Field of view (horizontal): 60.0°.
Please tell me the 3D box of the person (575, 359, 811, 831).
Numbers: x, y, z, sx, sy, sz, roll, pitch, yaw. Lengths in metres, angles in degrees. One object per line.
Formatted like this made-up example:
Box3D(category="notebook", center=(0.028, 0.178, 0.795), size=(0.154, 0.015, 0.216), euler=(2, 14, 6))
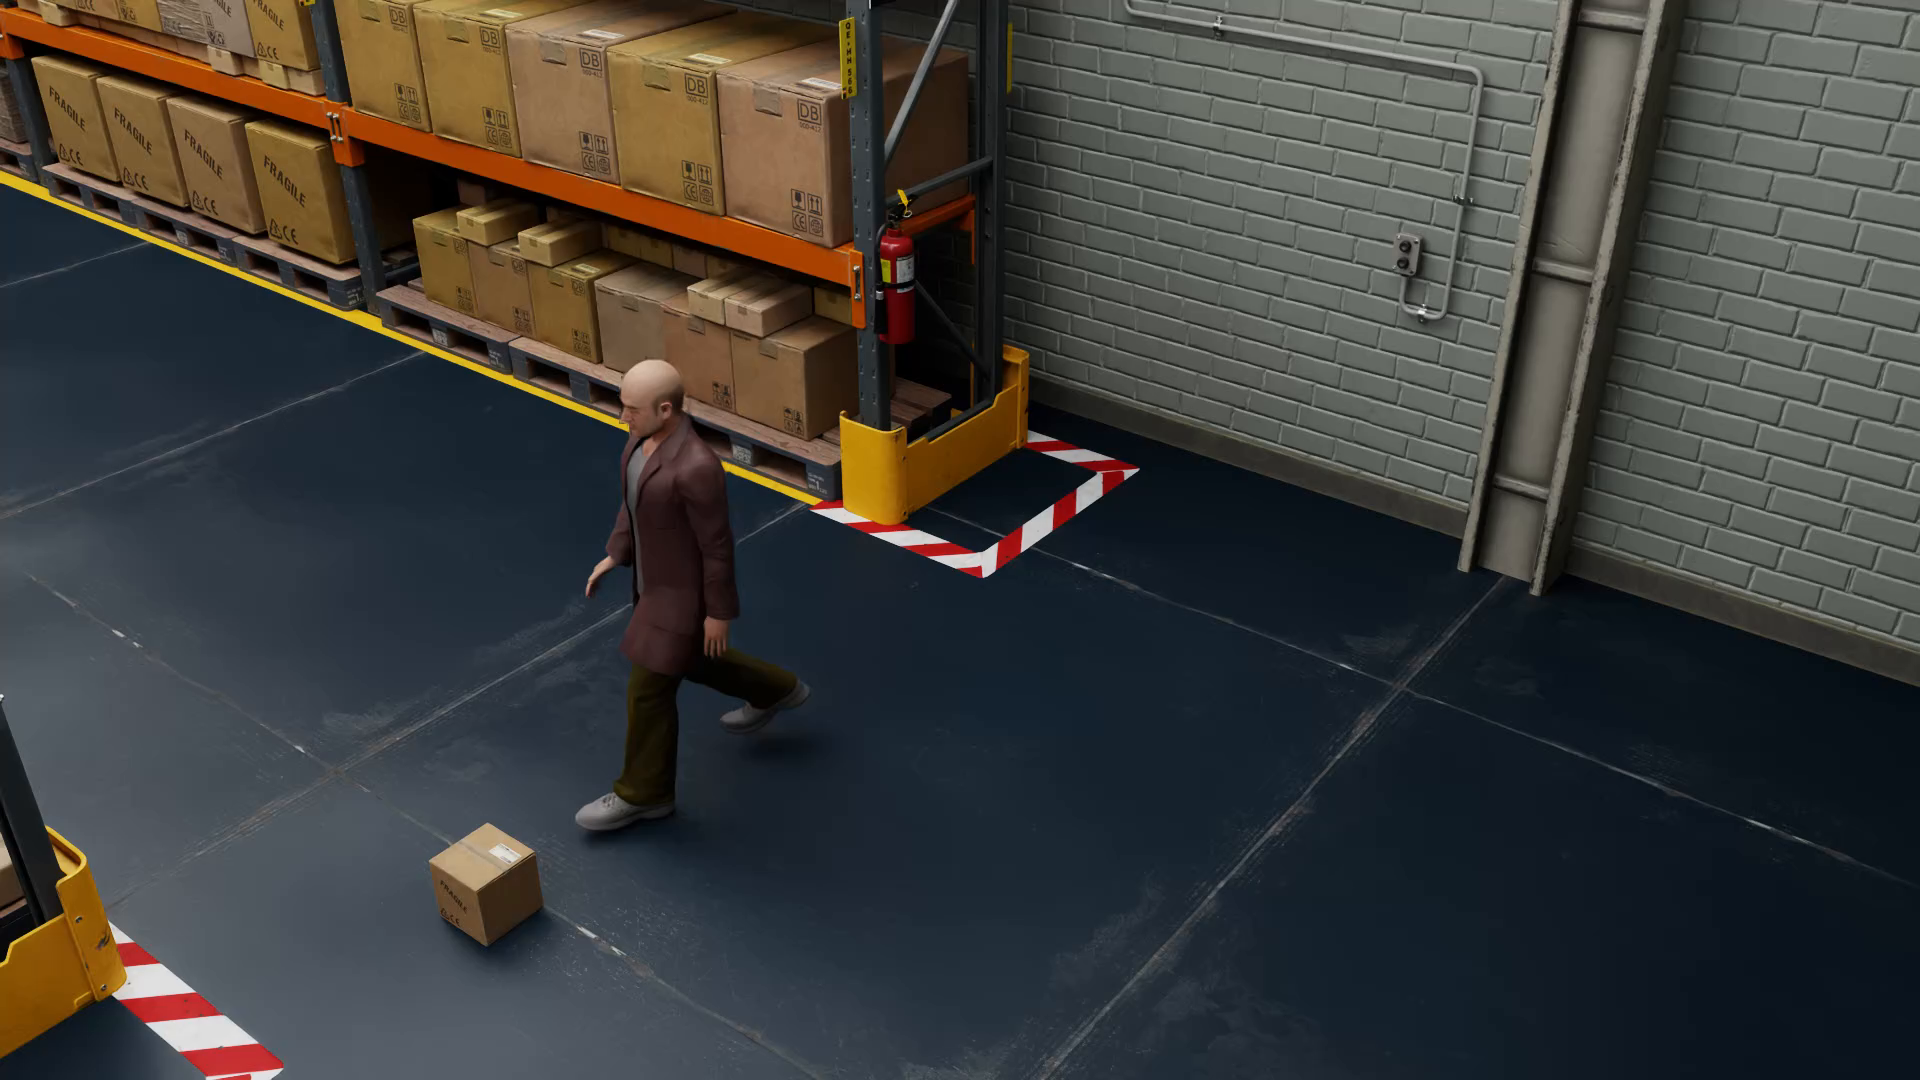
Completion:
Box3D(category="person", center=(-0.994, 0.154, 5.873), size=(0.992, 1.752, 0.579), euler=(-14, 33, -22))
